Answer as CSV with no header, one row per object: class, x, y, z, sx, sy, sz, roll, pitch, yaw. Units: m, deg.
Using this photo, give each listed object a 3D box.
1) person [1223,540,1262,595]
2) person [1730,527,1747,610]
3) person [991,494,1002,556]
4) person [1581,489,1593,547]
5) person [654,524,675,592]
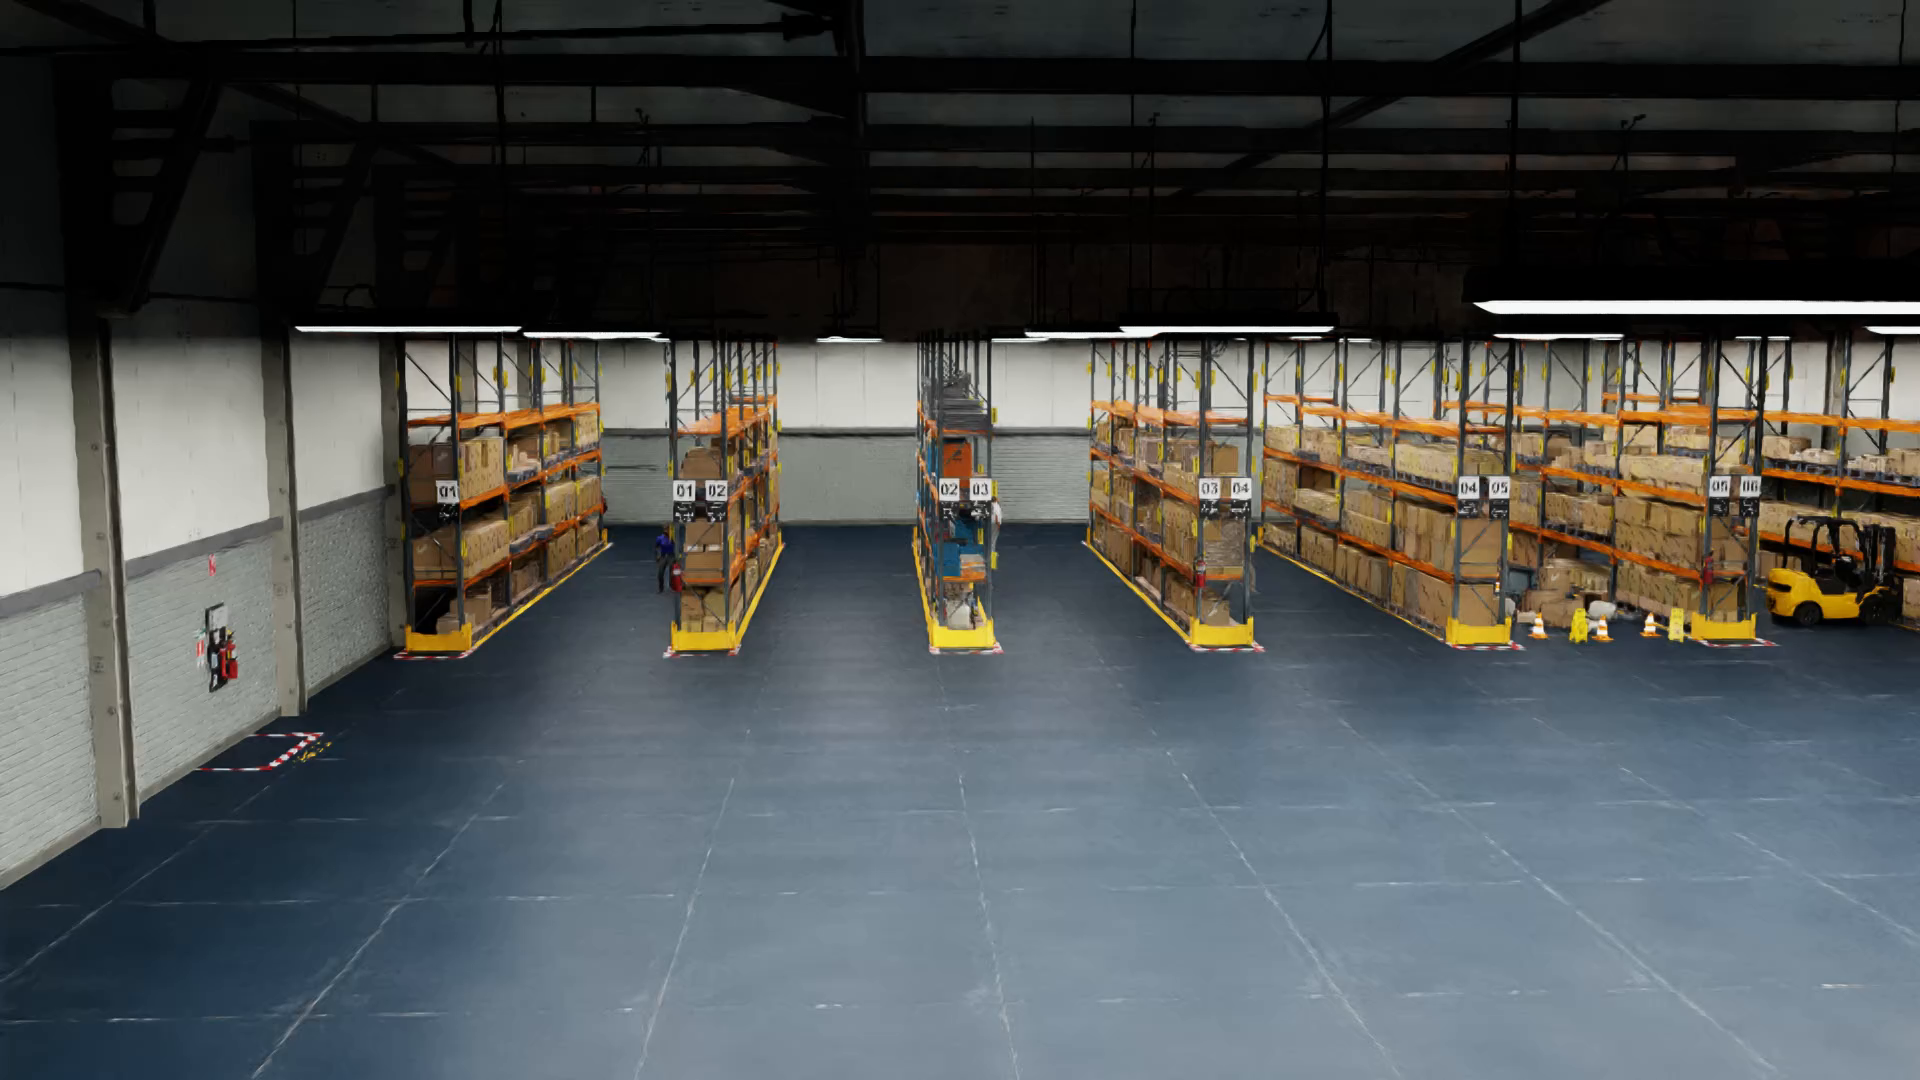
person,6.416,0.423,37.940,0.701,1.662,0.857,-2,7,-19
person,16.745,0.598,35.897,0.551,1.782,0.635,3,8,26
person,0.937,-0.426,45.065,0.391,1.671,0.630,-1,7,-12
person,17.619,-0.603,46.649,0.492,1.666,0.646,0,7,2
person,-6.751,0.418,38.367,0.592,1.604,0.518,-1,7,-5
